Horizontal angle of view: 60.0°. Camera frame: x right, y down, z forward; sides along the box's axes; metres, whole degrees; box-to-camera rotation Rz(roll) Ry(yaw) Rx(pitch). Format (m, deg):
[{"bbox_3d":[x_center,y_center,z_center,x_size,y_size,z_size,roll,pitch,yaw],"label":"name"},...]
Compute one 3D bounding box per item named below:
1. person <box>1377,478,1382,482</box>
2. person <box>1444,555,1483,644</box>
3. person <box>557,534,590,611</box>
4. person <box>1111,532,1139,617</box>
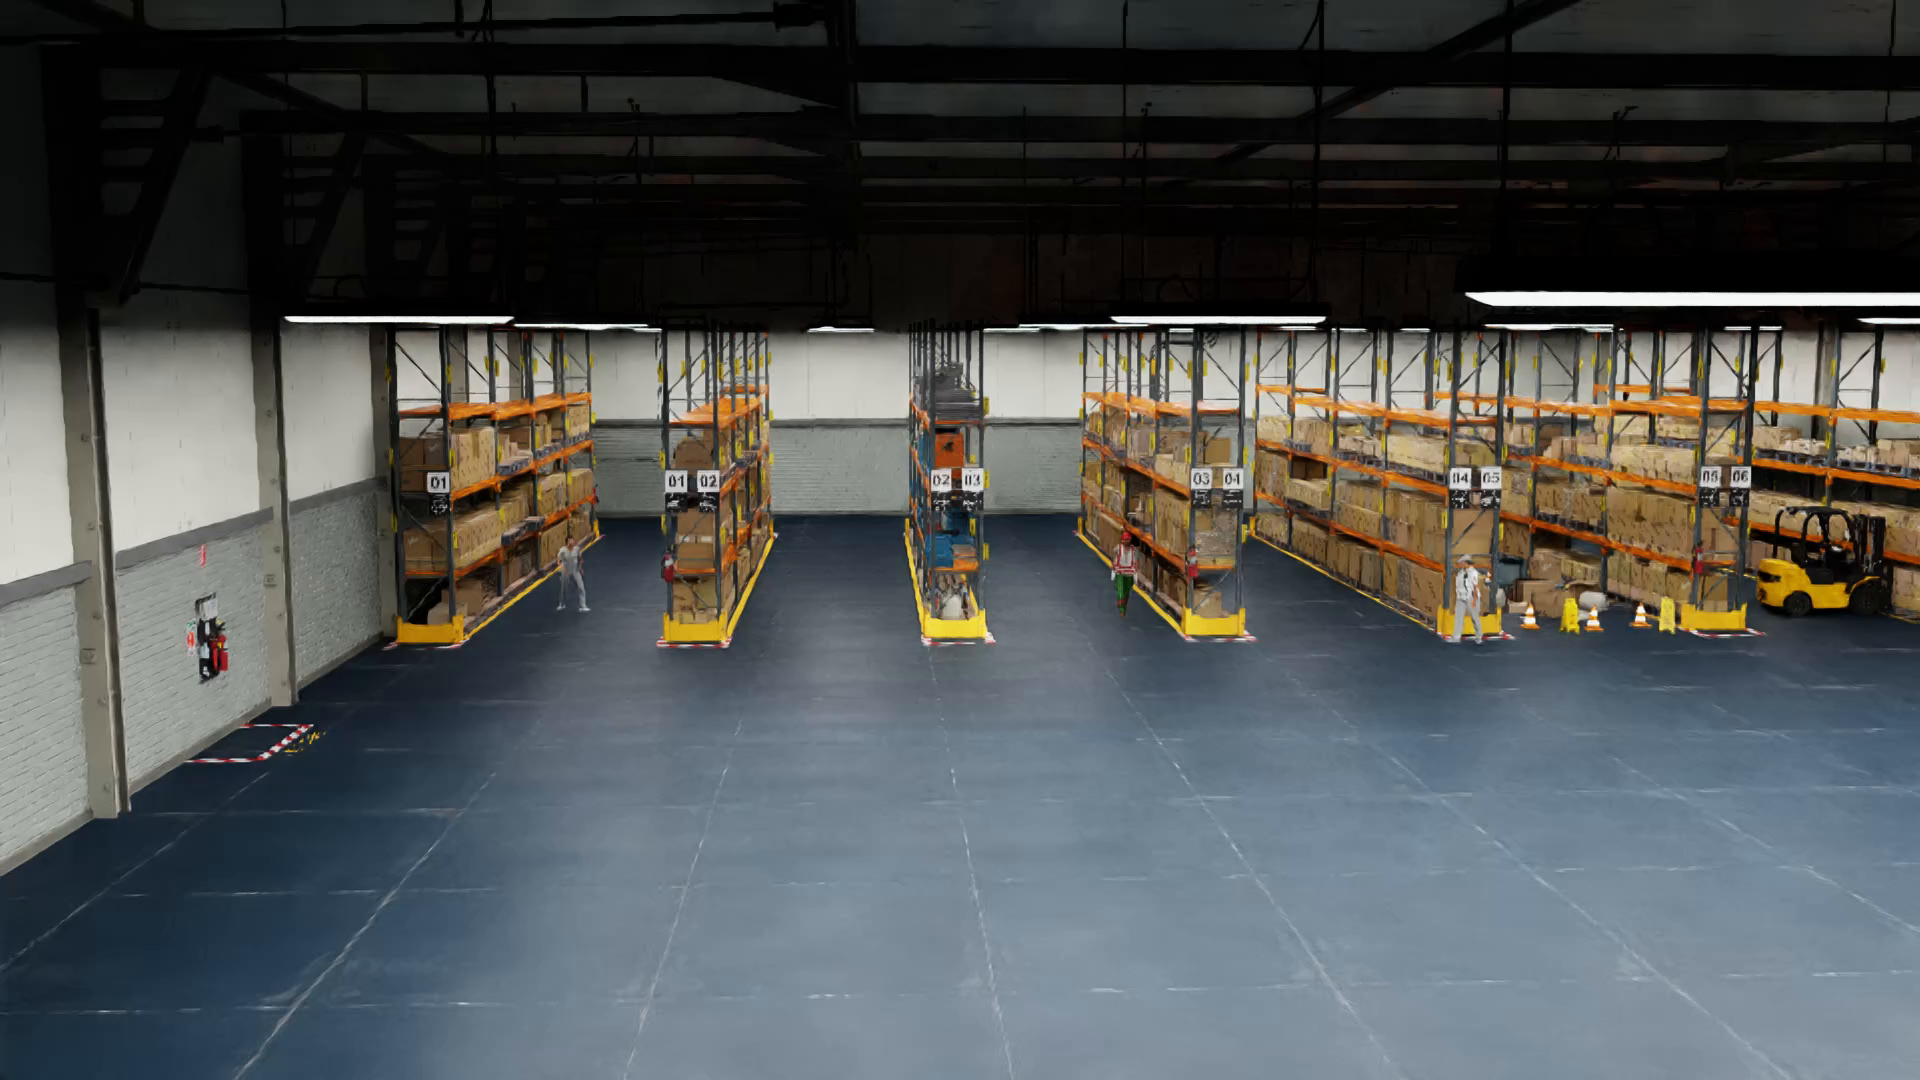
[{"bbox_3d":[11.445,-0.810,45.633,0.641,1.772,0.691,2,7,17],"label":"person"},{"bbox_3d":[9.405,1.095,30.894,0.610,1.644,0.615,-3,8,-23],"label":"person"},{"bbox_3d":[-8.080,0.665,34.478,0.567,1.604,0.810,-3,7,-20],"label":"person"},{"bbox_3d":[3.381,0.674,33.898,0.551,1.707,1.109,-1,7,-5],"label":"person"}]
